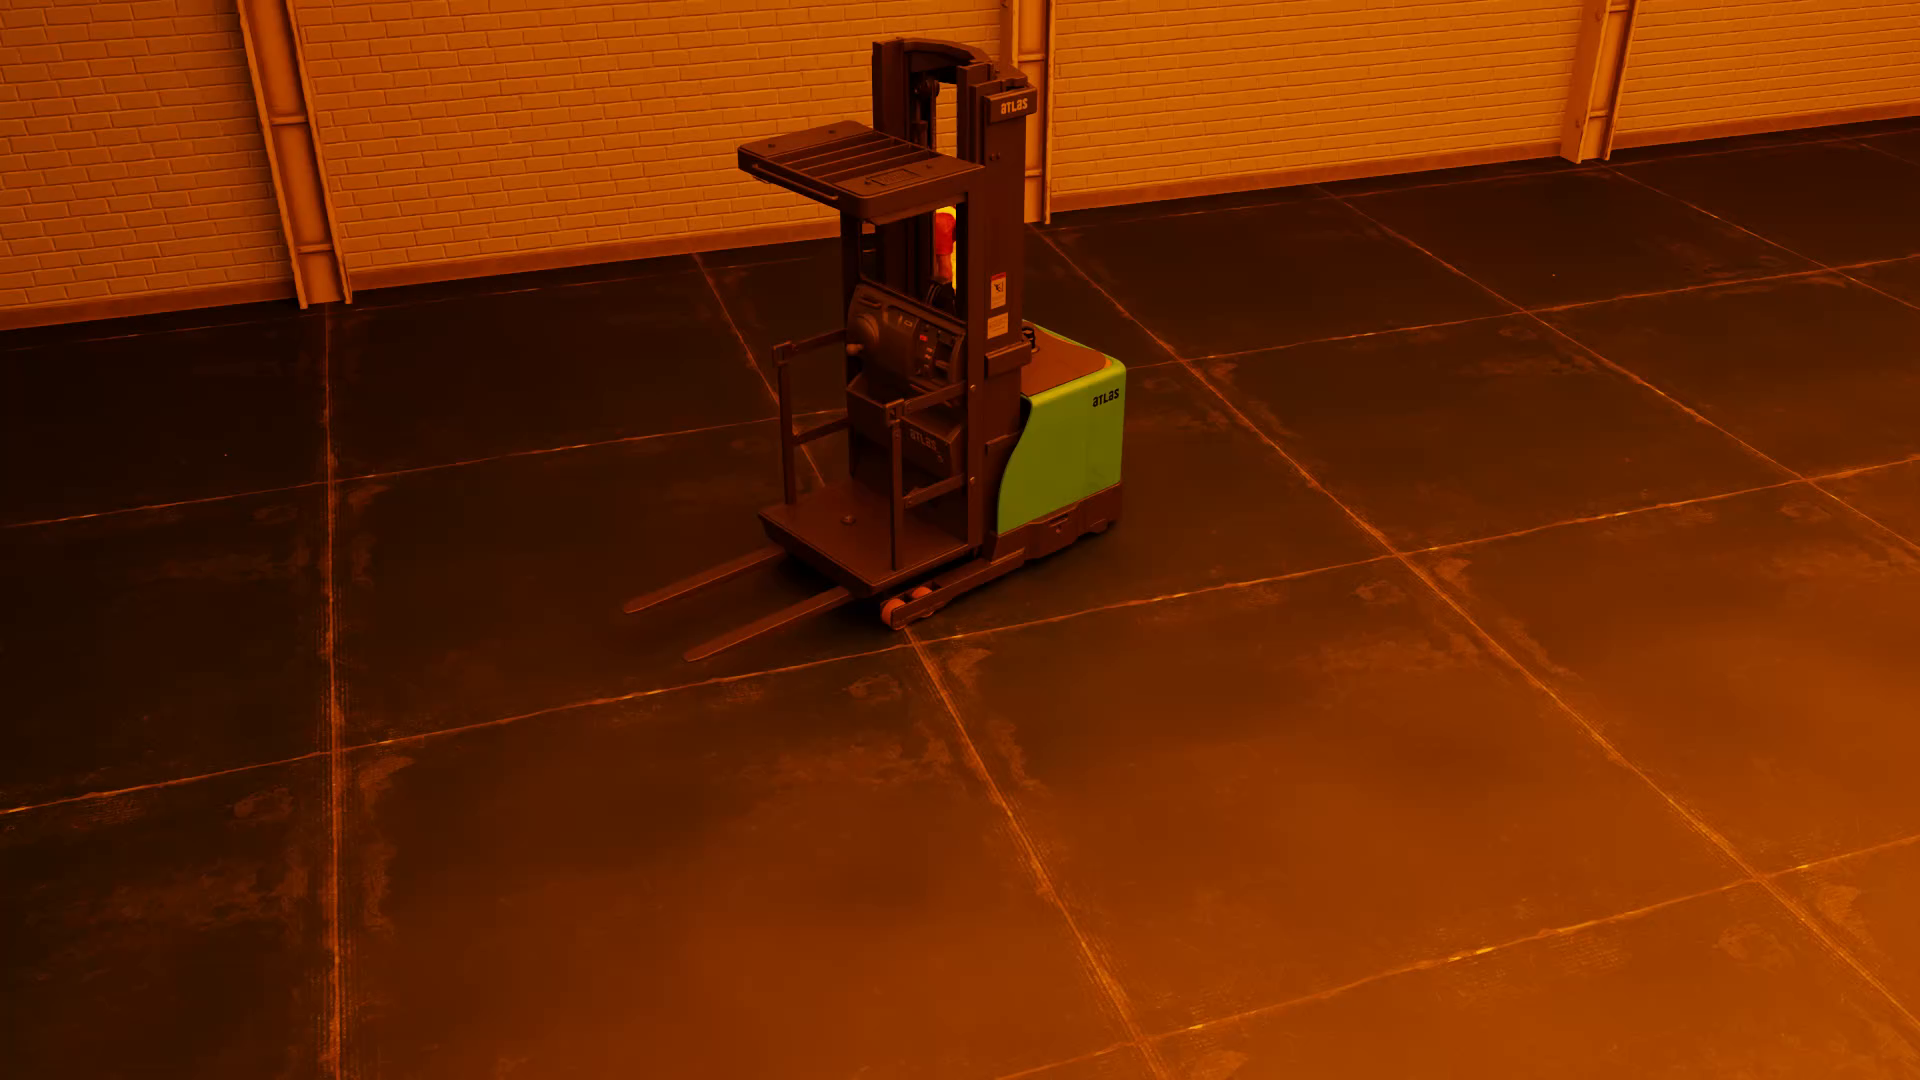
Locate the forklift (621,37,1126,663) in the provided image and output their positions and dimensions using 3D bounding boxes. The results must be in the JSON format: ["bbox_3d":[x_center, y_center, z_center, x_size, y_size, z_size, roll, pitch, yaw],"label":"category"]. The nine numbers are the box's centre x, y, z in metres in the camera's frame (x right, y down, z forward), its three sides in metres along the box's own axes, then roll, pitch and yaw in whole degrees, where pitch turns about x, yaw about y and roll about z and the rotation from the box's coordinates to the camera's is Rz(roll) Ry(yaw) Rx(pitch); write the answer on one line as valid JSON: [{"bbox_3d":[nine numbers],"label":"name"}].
[{"bbox_3d":[-0.461,-1.072,8.951,3.031,2.935,1.130,-23,37,-34],"label":"forklift"}]

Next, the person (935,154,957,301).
[{"bbox_3d":[-0.092,-1.749,11.296,0.361,1.771,0.585,-6,30,-10],"label":"person"}]
